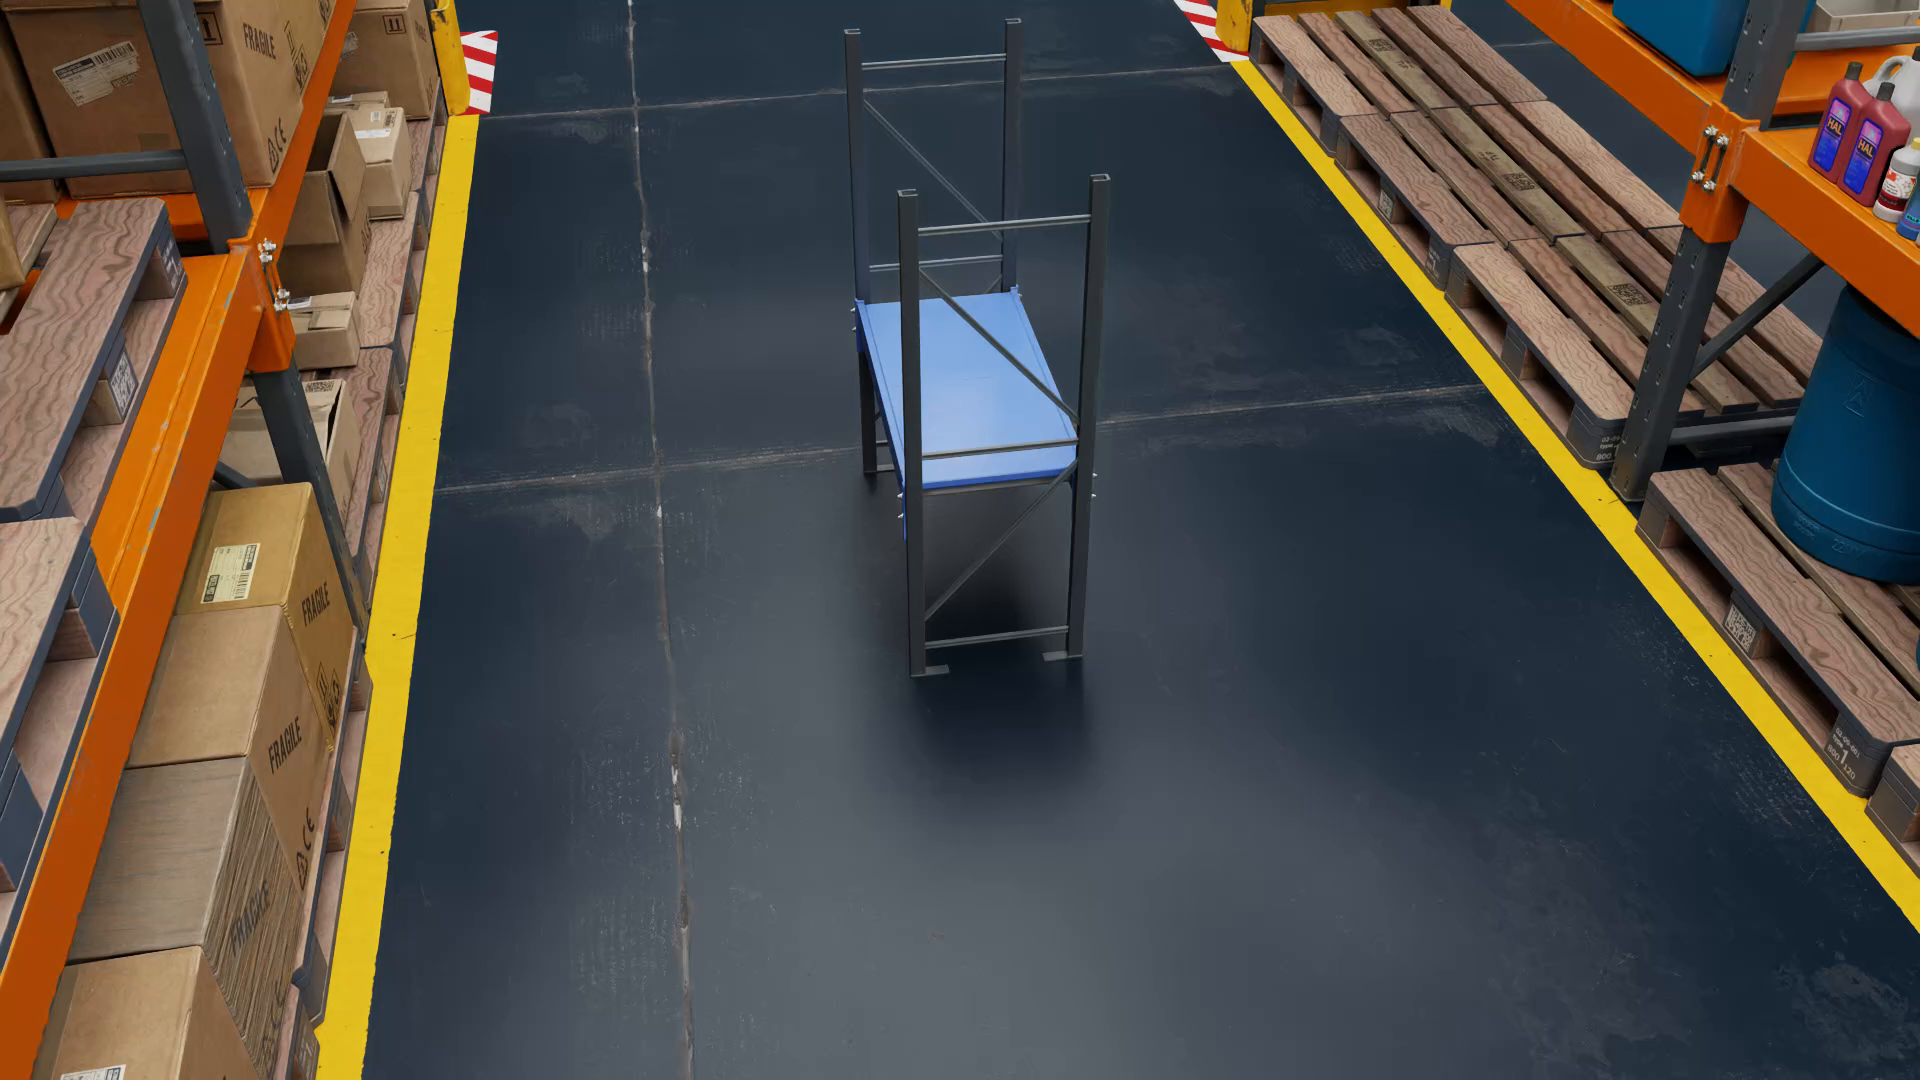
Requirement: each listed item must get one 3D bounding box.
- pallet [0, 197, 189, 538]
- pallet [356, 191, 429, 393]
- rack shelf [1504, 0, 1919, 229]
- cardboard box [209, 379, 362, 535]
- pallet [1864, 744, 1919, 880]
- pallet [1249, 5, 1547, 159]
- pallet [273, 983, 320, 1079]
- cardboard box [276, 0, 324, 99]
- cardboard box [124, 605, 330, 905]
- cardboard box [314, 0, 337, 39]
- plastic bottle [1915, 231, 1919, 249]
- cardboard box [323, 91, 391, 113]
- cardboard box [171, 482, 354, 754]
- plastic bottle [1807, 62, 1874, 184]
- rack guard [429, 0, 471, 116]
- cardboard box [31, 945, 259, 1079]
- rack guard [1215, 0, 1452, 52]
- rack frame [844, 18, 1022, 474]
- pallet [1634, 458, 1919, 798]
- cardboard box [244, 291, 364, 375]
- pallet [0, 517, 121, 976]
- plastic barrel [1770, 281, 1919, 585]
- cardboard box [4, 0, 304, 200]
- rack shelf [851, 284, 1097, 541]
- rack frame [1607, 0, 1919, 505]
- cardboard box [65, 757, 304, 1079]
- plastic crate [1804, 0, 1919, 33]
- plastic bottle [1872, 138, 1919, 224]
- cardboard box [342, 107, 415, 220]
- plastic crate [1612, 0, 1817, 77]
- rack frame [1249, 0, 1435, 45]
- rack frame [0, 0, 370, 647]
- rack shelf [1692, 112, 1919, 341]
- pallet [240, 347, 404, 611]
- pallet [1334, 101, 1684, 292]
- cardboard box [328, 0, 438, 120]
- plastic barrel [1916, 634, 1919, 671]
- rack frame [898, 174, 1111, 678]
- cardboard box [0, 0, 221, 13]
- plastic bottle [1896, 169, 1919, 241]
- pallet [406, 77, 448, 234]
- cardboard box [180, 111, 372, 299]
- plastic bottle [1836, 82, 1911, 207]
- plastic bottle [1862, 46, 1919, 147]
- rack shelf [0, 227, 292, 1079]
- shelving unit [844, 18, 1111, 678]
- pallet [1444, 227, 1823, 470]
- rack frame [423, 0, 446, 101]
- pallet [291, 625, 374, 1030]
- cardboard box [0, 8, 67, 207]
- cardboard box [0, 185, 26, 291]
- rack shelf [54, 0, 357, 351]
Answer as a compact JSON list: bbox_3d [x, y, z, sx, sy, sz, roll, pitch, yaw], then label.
[{"bbox_3d":[-2.204,-0.289,3.333,1.003,0.211,1.213,-6,38,-8],"label":"pallet"},{"bbox_3d":[-2.574,-0.911,6.251,1.003,0.211,1.213,-6,38,-8],"label":"pallet"},{"bbox_3d":[2.290,-2.313,6.369,1.077,0.370,4.000,-6,38,-8],"label":"rack shelf"},{"bbox_3d":[-2.098,-0.248,4.957,0.500,0.311,0.500,-6,38,-8],"label":"cardboard box"},{"bbox_3d":[2.952,0.921,3.893,1.003,0.211,1.213,-6,38,-8],"label":"pallet"},{"bbox_3d":[2.045,-2.202,7.912,1.003,0.211,1.213,-6,38,-8],"label":"pallet"},{"bbox_3d":[-1.840,1.468,3.188,1.003,0.211,1.213,-6,38,-8],"label":"pallet"},{"bbox_3d":[-2.151,-1.544,4.711,0.500,0.500,0.500,-6,38,-7],"label":"cardboard box"},{"bbox_3d":[-1.790,0.521,3.813,0.500,0.500,0.500,-6,38,-8],"label":"cardboard box"},{"bbox_3d":[-2.237,-1.847,5.101,0.500,0.500,0.500,-6,38,-8],"label":"cardboard box"},{"bbox_3d":[2.410,-0.799,3.934,0.152,0.276,0.135,-6,38,-8],"label":"plastic bottle"},{"bbox_3d":[-2.618,-1.773,7.039,0.380,0.166,0.250,-6,38,-8],"label":"cardboard box"},{"bbox_3d":[-1.868,0.222,4.198,0.500,0.500,0.500,-6,38,-8],"label":"cardboard box"},{"bbox_3d":[2.284,-1.076,4.285,0.061,0.283,0.133,-6,38,-8],"label":"plastic bottle"},{"bbox_3d":[-2.925,-2.242,7.728,1.175,0.500,0.348,-6,38,-8],"label":"rack guard"},{"bbox_3d":[-1.611,1.131,3.028,0.500,0.500,0.500,-7,38,-9],"label":"cardboard box"},{"bbox_3d":[1.922,-2.831,8.487,1.175,0.500,0.348,-6,38,-8],"label":"rack guard"},{"bbox_3d":[-0.074,-0.848,5.119,0.500,1.500,0.032,-6,38,-8],"label":"rack frame"},{"bbox_3d":[2.734,0.182,4.843,1.003,0.211,1.213,-6,38,-8],"label":"pallet"},{"bbox_3d":[-2.259,-0.712,5.672,0.380,0.166,0.250,-6,38,-8],"label":"cardboard box"},{"bbox_3d":[-1.881,0.459,2.371,1.003,0.211,1.213,-6,38,-8],"label":"pallet"},{"bbox_3d":[2.719,-0.396,4.683,0.600,0.901,0.708,-6,38,-8],"label":"plastic barrel"},{"bbox_3d":[-2.058,-1.235,4.314,0.500,0.500,0.500,-5,38,-7],"label":"cardboard box"},{"bbox_3d":[0.015,-0.399,4.834,0.538,0.185,1.000,-6,38,-8],"label":"rack shelf"},{"bbox_3d":[2.640,-1.389,4.593,1.000,3.000,0.127,-6,38,-8],"label":"rack frame"},{"bbox_3d":[-1.703,0.824,3.423,0.500,0.500,0.500,-6,38,-7],"label":"cardboard box"},{"bbox_3d":[2.699,-1.605,5.037,0.396,0.136,0.243,-6,38,-8],"label":"plastic crate"},{"bbox_3d":[2.346,-0.895,4.119,0.097,0.201,0.097,0,38,0],"label":"plastic bottle"},{"bbox_3d":[-2.464,-1.484,6.598,0.500,0.250,0.500,-6,38,-8],"label":"cardboard box"},{"bbox_3d":[2.223,-1.652,4.896,0.392,0.384,0.575,-6,38,-8],"label":"plastic crate"},{"bbox_3d":[1.939,-3.805,7.703,1.000,3.000,0.127,-6,38,-8],"label":"rack frame"},{"bbox_3d":[-2.237,-0.859,3.911,1.000,3.000,0.127,-6,38,-8],"label":"rack frame"},{"bbox_3d":[2.991,0.103,3.259,1.077,0.370,4.000,-6,38,-8],"label":"rack shelf"},{"bbox_3d":[-2.357,-0.172,5.300,1.003,0.211,1.213,-6,38,-8],"label":"pallet"},{"bbox_3d":[2.256,-1.467,6.966,1.003,0.211,1.213,-6,38,-8],"label":"pallet"},{"bbox_3d":[-2.601,-2.160,7.264,0.500,0.500,0.500,-6,38,-8],"label":"cardboard box"},{"bbox_3d":[2.843,0.032,4.132,0.600,0.901,0.708,-6,38,-8],"label":"plastic barrel"},{"bbox_3d":[0.104,-0.234,4.328,0.500,1.500,0.032,-6,38,-8],"label":"rack frame"},{"bbox_3d":[-2.043,-1.608,3.978,0.500,0.500,0.500,-5,38,-7],"label":"cardboard box"},{"bbox_3d":[2.363,-0.864,4.022,0.097,0.271,0.097,0,38,0],"label":"plastic bottle"},{"bbox_3d":[-2.784,-1.646,7.197,1.003,0.211,1.213,-6,38,-8],"label":"pallet"},{"bbox_3d":[-2.572,-1.181,6.001,0.797,0.503,0.637,-6,38,-8],"label":"cardboard box"},{"bbox_3d":[2.308,-0.995,4.181,0.061,0.283,0.133,-6,38,-8],"label":"plastic bottle"},{"bbox_3d":[2.390,-1.098,4.259,0.144,0.351,0.185,-6,38,-8],"label":"plastic bottle"},{"bbox_3d":[-1.886,0.633,2.576,1.077,0.370,4.000,-6,38,-8],"label":"rack shelf"},{"bbox_3d":[0.015,-0.541,4.724,0.538,1.500,1.048,-6,38,-8],"label":"shelving unit"},{"bbox_3d":[2.473,-0.728,6.015,1.003,0.211,1.213,-6,38,-8],"label":"pallet"},{"bbox_3d":[-2.938,-3.275,7.020,1.000,3.000,0.127,-6,38,-8],"label":"rack frame"},{"bbox_3d":[-2.057,0.730,4.139,1.003,0.211,1.213,-6,38,-8],"label":"pallet"},{"bbox_3d":[-2.577,-1.173,4.233,0.500,0.500,0.500,-6,38,-7],"label":"cardboard box"},{"bbox_3d":[-2.374,-0.754,3.352,0.700,0.500,0.500,-19,42,-23],"label":"cardboard box"},{"bbox_3d":[-2.588,-1.783,5.686,1.077,0.370,4.000,-6,38,-8],"label":"rack shelf"}]
